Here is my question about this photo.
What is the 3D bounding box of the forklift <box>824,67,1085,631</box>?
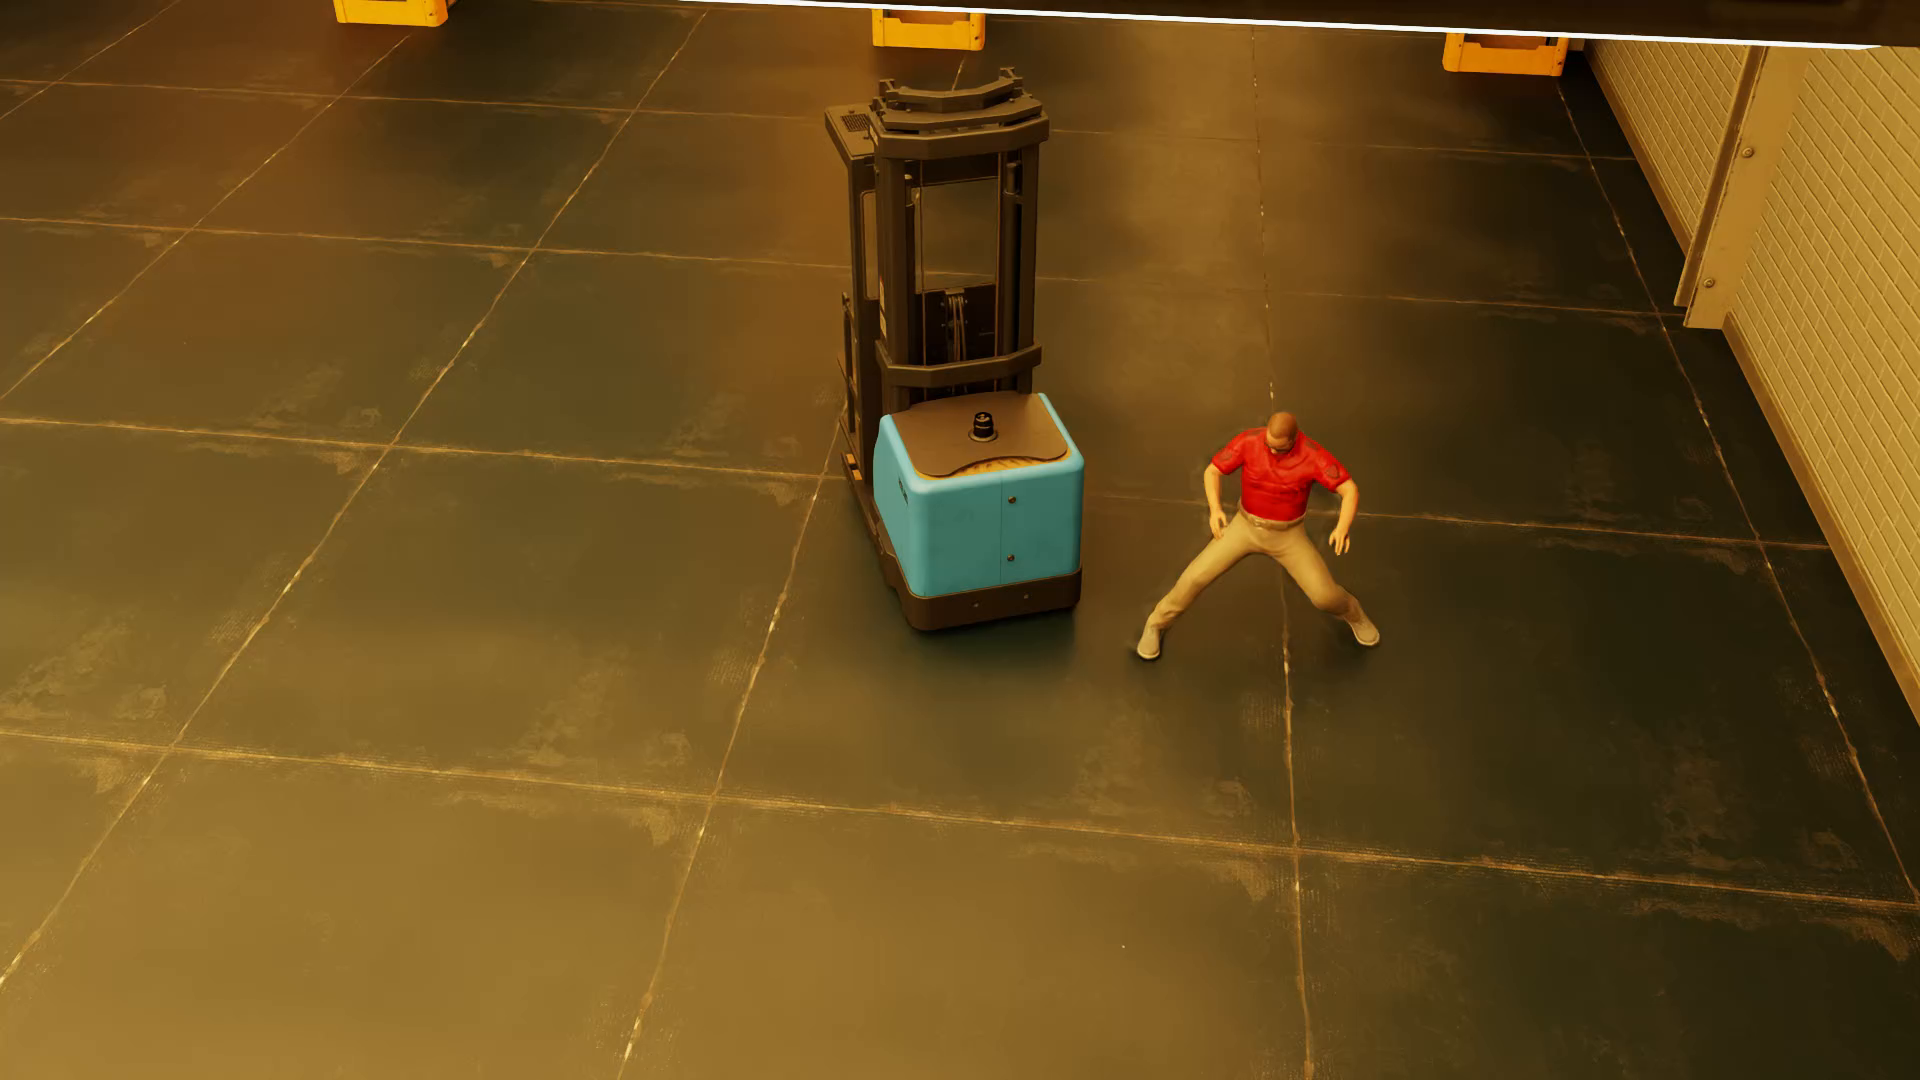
[{"bbox_3d":[-0.159,-1.528,10.103,1.130,2.935,3.031,-9,37,-12],"label":"forklift"}]

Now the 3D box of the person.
[{"bbox_3d":[1.740,-0.008,9.221,1.287,1.517,0.852,14,39,19],"label":"person"}]
